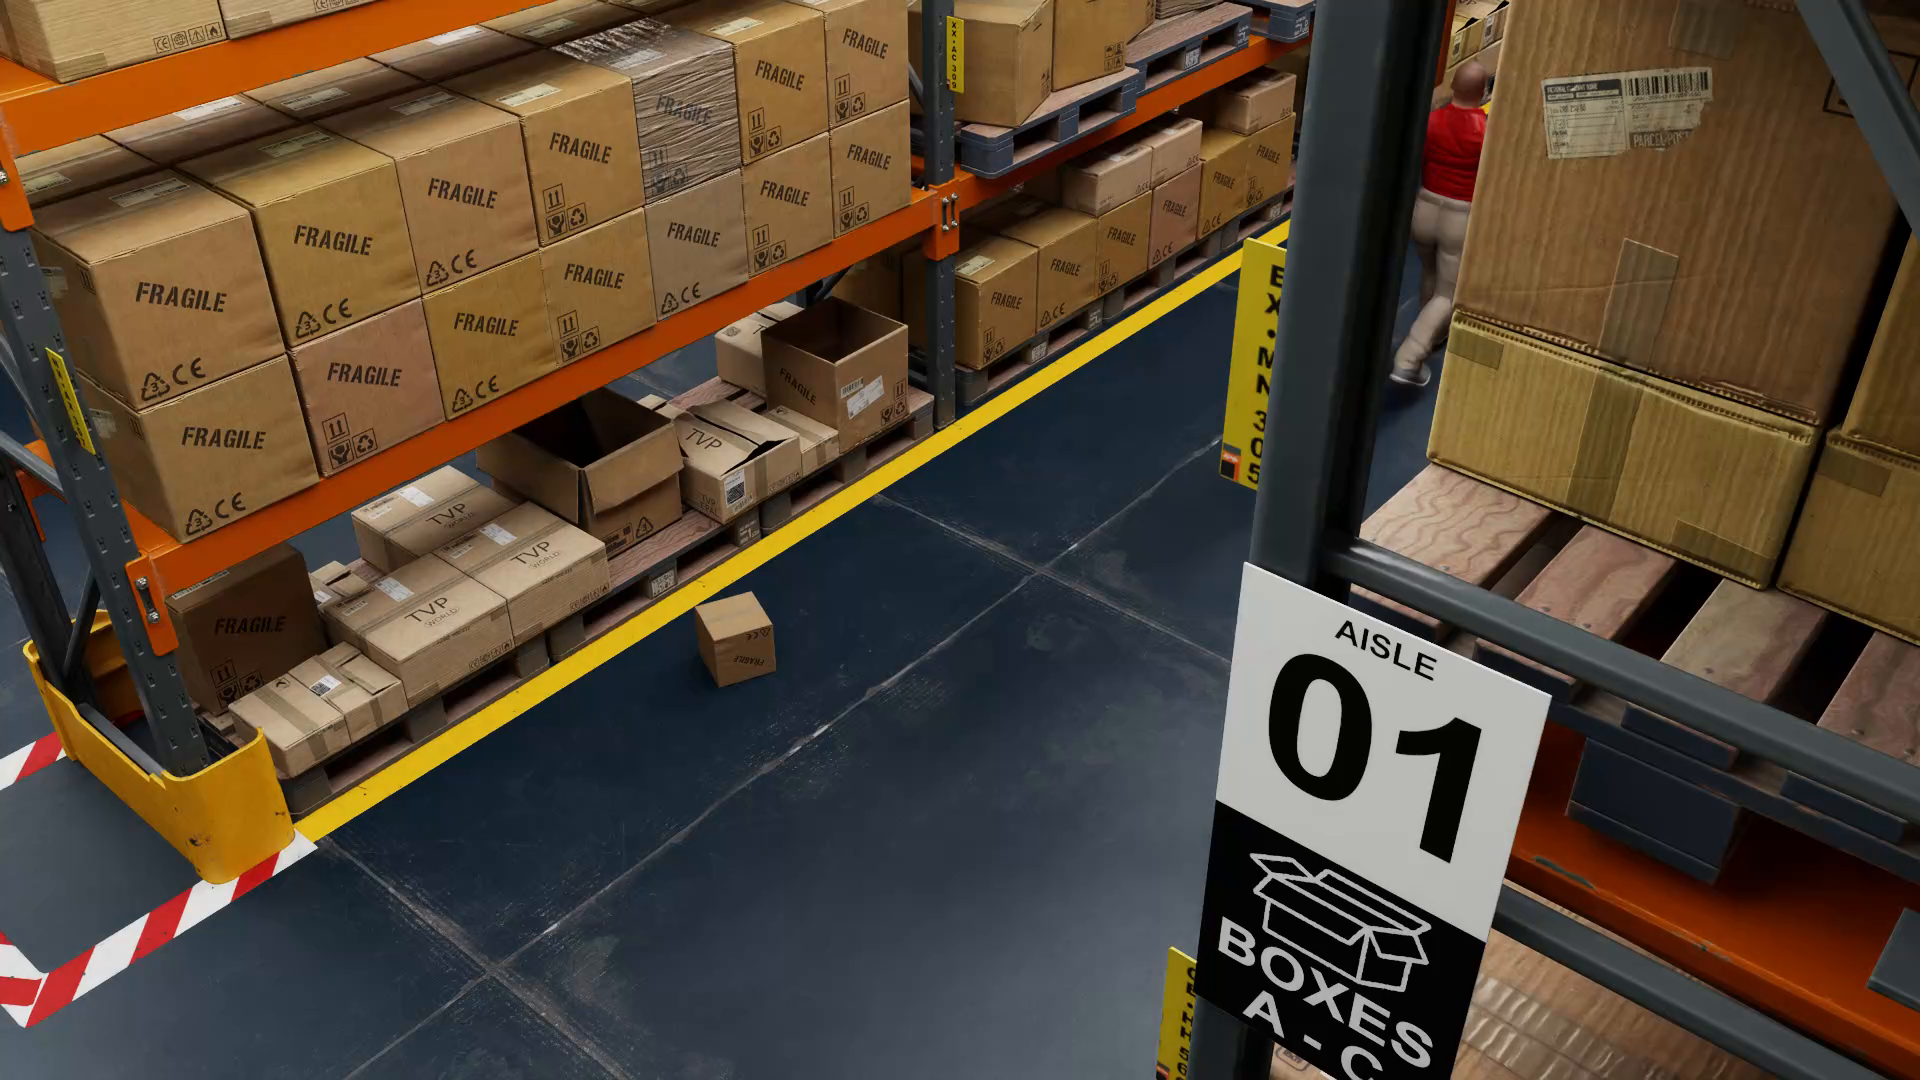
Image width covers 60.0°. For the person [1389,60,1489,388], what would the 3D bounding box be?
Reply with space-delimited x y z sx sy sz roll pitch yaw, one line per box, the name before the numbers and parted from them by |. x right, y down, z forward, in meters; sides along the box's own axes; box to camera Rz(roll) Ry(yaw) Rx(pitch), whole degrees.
person | 2.519 -1.634 8.509 0.534 1.675 1.015 28 44 34
